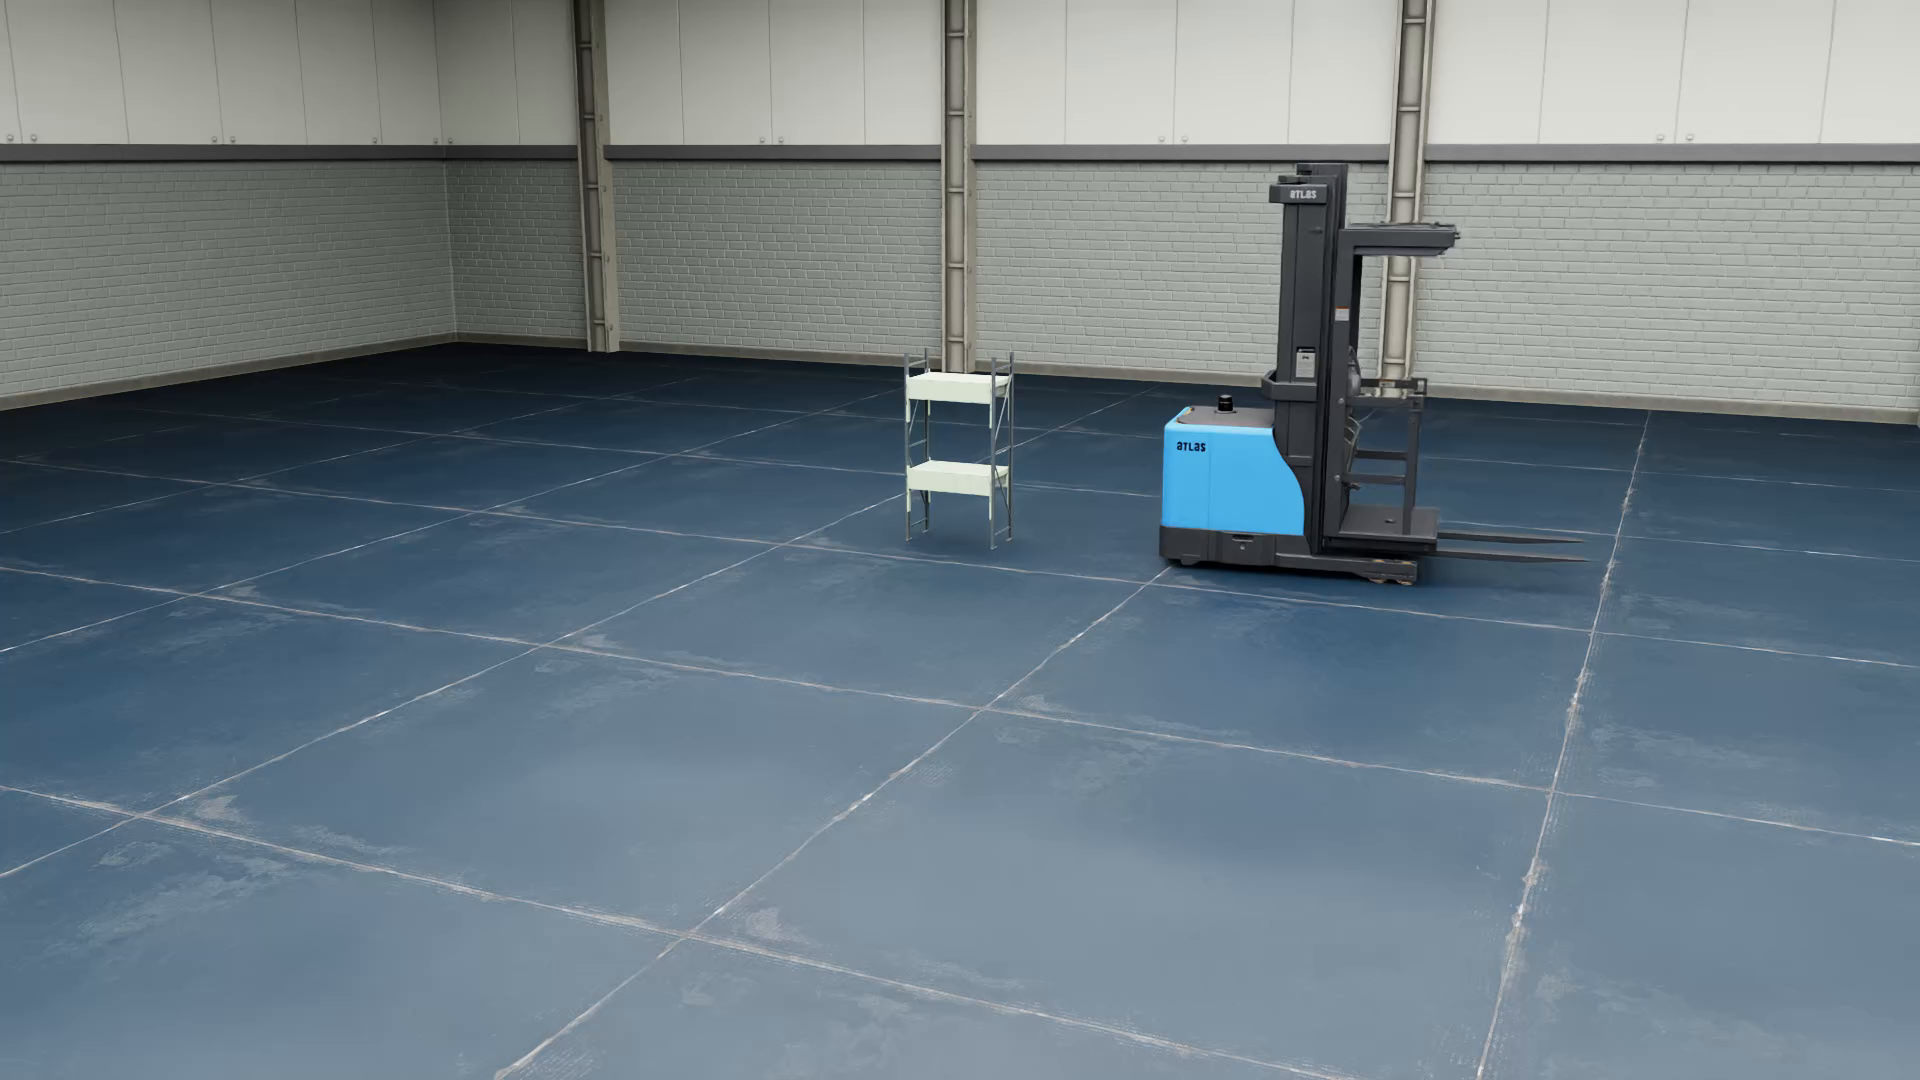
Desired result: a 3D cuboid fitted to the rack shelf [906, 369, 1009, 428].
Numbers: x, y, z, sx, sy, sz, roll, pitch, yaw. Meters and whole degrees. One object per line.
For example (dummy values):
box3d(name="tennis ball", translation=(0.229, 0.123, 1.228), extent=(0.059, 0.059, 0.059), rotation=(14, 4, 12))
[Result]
box3d(name="rack shelf", translation=(-0.006, -1.111, 12.997), extent=(0.720, 0.370, 0.431), rotation=(6, 14, 23))

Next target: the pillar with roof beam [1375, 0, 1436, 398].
box3d(name="pillar with roof beam", translation=(3.725, -5.295, 16.121), extent=(0.400, 9.000, 9.100), rotation=(6, 14, 23))

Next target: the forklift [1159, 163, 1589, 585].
box3d(name="forklift", translation=(3.065, -1.240, 12.125), extent=(3.031, 2.935, 1.130), rotation=(4, 14, 16))

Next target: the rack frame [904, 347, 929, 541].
box3d(name="rack frame", translation=(-0.341, -0.765, 13.230), extent=(0.023, 1.500, 0.400), rotation=(6, 14, 23))

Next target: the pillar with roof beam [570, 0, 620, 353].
box3d(name="pillar with roof beam", translation=(-7.246, -6.405, 20.853), extent=(0.400, 9.000, 9.100), rotation=(6, 14, 23))

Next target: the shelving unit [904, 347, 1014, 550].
box3d(name="shelving unit", translation=(-0.006, -0.731, 13.086), extent=(0.755, 1.500, 0.431), rotation=(6, 14, 23))

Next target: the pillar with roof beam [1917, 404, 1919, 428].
box3d(name="pillar with roof beam", translation=(9.211, -4.740, 13.755), extent=(0.400, 9.000, 9.100), rotation=(6, 14, 23))

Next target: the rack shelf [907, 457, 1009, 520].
box3d(name="rack shelf", translation=(-0.006, -0.413, 13.161), extent=(0.720, 0.370, 0.431), rotation=(6, 14, 23))

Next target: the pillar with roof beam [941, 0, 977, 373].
box3d(name="pillar with roof beam", translation=(-1.761, -5.850, 18.487), extent=(0.400, 9.000, 9.100), rotation=(6, 14, 23))

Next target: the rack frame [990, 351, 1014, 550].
box3d(name="rack frame", translation=(0.329, -0.697, 12.942), extent=(0.023, 1.500, 0.400), rotation=(6, 14, 23))
